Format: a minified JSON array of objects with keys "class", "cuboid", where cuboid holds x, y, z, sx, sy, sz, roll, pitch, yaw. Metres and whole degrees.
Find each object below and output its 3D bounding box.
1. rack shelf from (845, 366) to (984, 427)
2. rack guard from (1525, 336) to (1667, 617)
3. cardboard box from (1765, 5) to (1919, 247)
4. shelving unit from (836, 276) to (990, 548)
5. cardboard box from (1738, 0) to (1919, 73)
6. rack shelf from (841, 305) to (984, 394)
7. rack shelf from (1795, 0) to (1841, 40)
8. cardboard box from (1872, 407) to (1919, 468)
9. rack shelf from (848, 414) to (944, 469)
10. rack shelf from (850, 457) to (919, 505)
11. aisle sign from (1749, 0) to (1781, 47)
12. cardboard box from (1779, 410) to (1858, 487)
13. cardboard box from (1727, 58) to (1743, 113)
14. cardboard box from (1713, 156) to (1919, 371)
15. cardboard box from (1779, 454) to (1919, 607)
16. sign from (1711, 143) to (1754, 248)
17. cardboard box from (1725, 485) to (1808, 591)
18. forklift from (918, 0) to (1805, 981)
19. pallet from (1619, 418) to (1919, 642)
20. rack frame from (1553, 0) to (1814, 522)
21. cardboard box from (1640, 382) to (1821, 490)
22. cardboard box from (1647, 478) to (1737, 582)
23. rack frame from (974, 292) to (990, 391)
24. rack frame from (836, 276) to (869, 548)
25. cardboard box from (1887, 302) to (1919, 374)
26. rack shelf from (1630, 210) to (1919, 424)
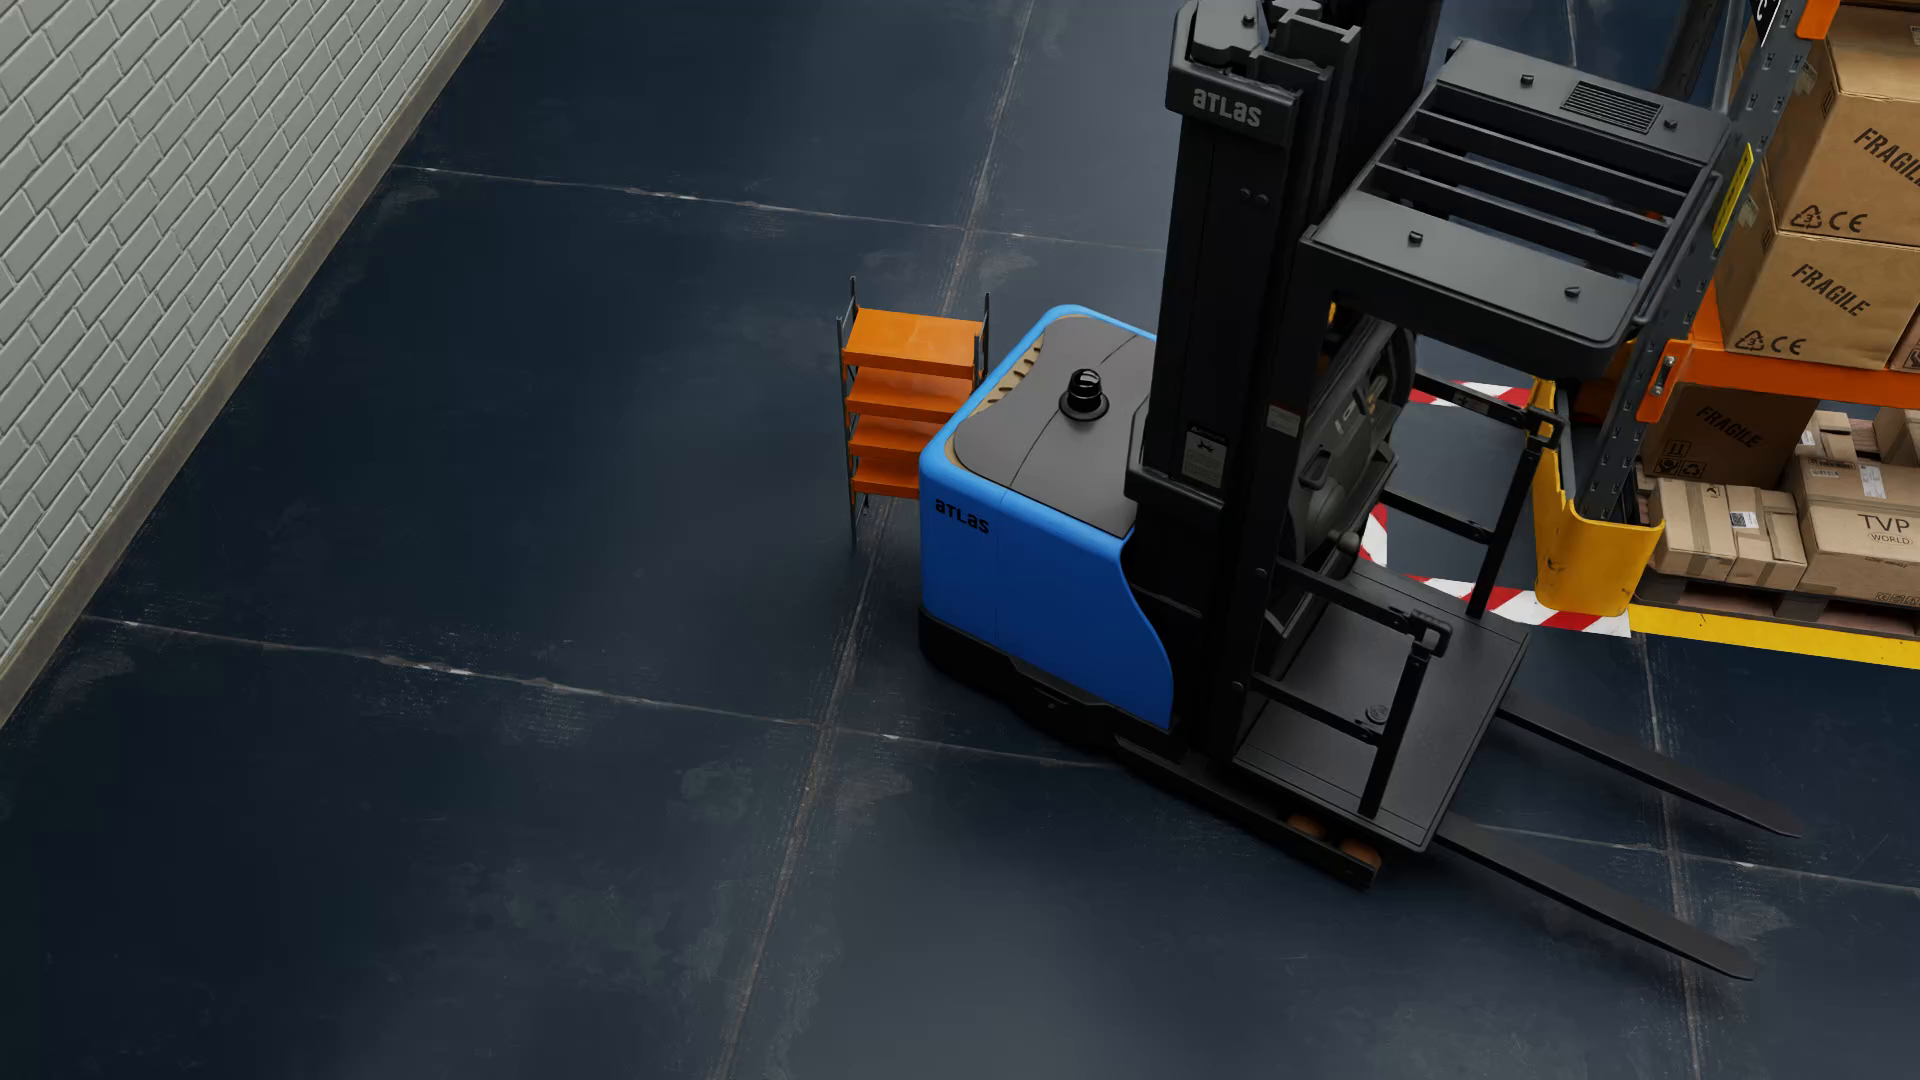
[{"class":"rack shelf","cuboid":[-0.163,-0.527,6.179,0.480,0.148,0.258,8,49,7]},{"class":"rack guard","cuboid":[2.522,-0.310,6.664,0.348,0.500,1.175,8,49,7]},{"class":"cardboard box","cuboid":[2.837,-1.271,5.108,0.500,0.500,0.500,9,49,8]},{"class":"shelving unit","cuboid":[-0.163,-0.423,6.295,0.503,1.200,0.258,8,49,7]},{"class":"cardboard box","cuboid":[2.934,-1.665,5.462,0.500,0.500,0.500,7,48,6]},{"class":"rack shelf","cuboid":[-0.163,-0.686,6.003,0.480,0.148,0.258,8,49,7]},{"class":"rack shelf","cuboid":[4.415,-1.653,4.658,4.000,0.370,1.077,8,49,7]},{"class":"cardboard box","cuboid":[3.955,-0.344,6.567,0.500,0.250,0.500,8,49,7]},{"class":"rack shelf","cuboid":[-0.163,-0.378,6.345,0.480,0.148,0.258,8,49,7]},{"class":"rack shelf","cuboid":[-0.163,-0.245,6.493,0.480,0.148,0.258,8,49,7]},{"class":"aisle sign","cuboid":[2.327,-1.818,4.591,0.004,0.787,0.394,8,49,7]},{"class":"cardboard box","cuboid":[3.408,-0.344,6.624,0.250,0.166,0.380,8,49,7]},{"class":"cardboard box","cuboid":[2.936,-1.329,5.832,0.500,0.500,0.500,9,49,8]},{"class":"cardboard box","cuboid":[2.837,-0.937,5.480,0.500,0.500,0.500,9,49,8]},{"class":"cardboard box","cuboid":[3.424,-0.038,6.292,0.500,0.250,0.500,8,49,7]},{"class":"sign","cuboid":[2.351,-1.047,5.065,0.005,0.325,0.100,8,49,7]},{"class":"cardboard box","cuboid":[3.044,-0.015,6.328,0.250,0.166,0.380,8,49,7]},{"class":"forklift","cuboid":[1.367,-0.262,4.987,3.031,2.935,1.130,25,53,21]},{"class":"pallet","cuboid":[3.306,-0.108,6.678,1.213,0.211,1.003,8,49,7]},{"class":"rack frame","cuboid":[2.447,-1.155,5.743,0.127,3.000,1.000,8,49,7]},{"class":"cardboard box","cuboid":[3.026,-0.575,6.607,0.500,0.500,0.500,8,49,7]},{"class":"cardboard box","cuboid":[2.798,-0.043,6.364,0.250,0.149,0.380,8,49,7]},{"class":"rack frame","cuboid":[0.077,-0.391,6.266,0.015,1.200,0.240,8,49,7]},{"class":"rack frame","cuboid":[-0.403,-0.455,6.324,0.015,1.200,0.240,8,49,7]},{"class":"cardboard box","cuboid":[3.345,-0.873,5.422,0.500,0.500,0.500,7,48,6]},{"class":"rack shelf","cuboid":[4.415,-0.650,5.773,4.000,0.370,1.077,8,49,7]}]
